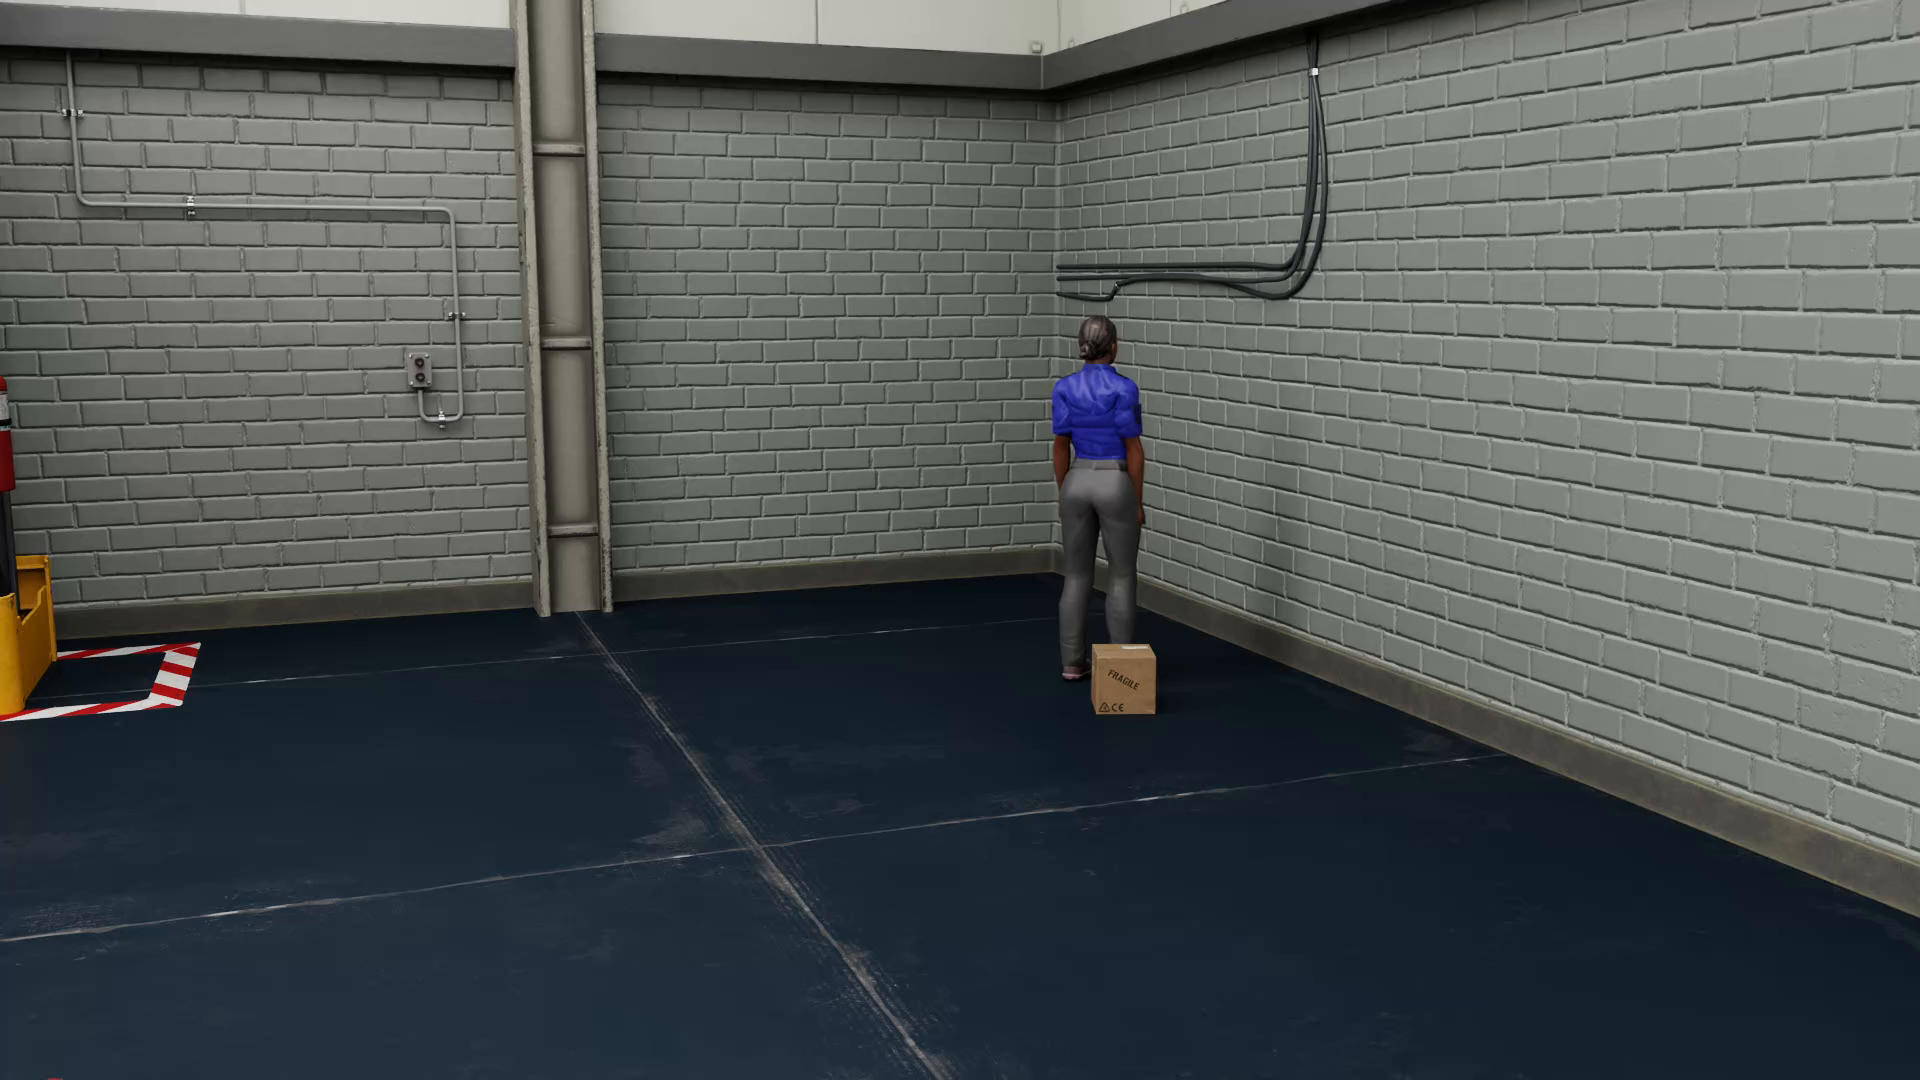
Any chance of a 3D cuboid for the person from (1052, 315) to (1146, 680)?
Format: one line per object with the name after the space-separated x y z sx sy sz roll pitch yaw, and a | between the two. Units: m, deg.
0.648 -0.181 7.522 0.446 1.659 0.339 5 10 26 | person
